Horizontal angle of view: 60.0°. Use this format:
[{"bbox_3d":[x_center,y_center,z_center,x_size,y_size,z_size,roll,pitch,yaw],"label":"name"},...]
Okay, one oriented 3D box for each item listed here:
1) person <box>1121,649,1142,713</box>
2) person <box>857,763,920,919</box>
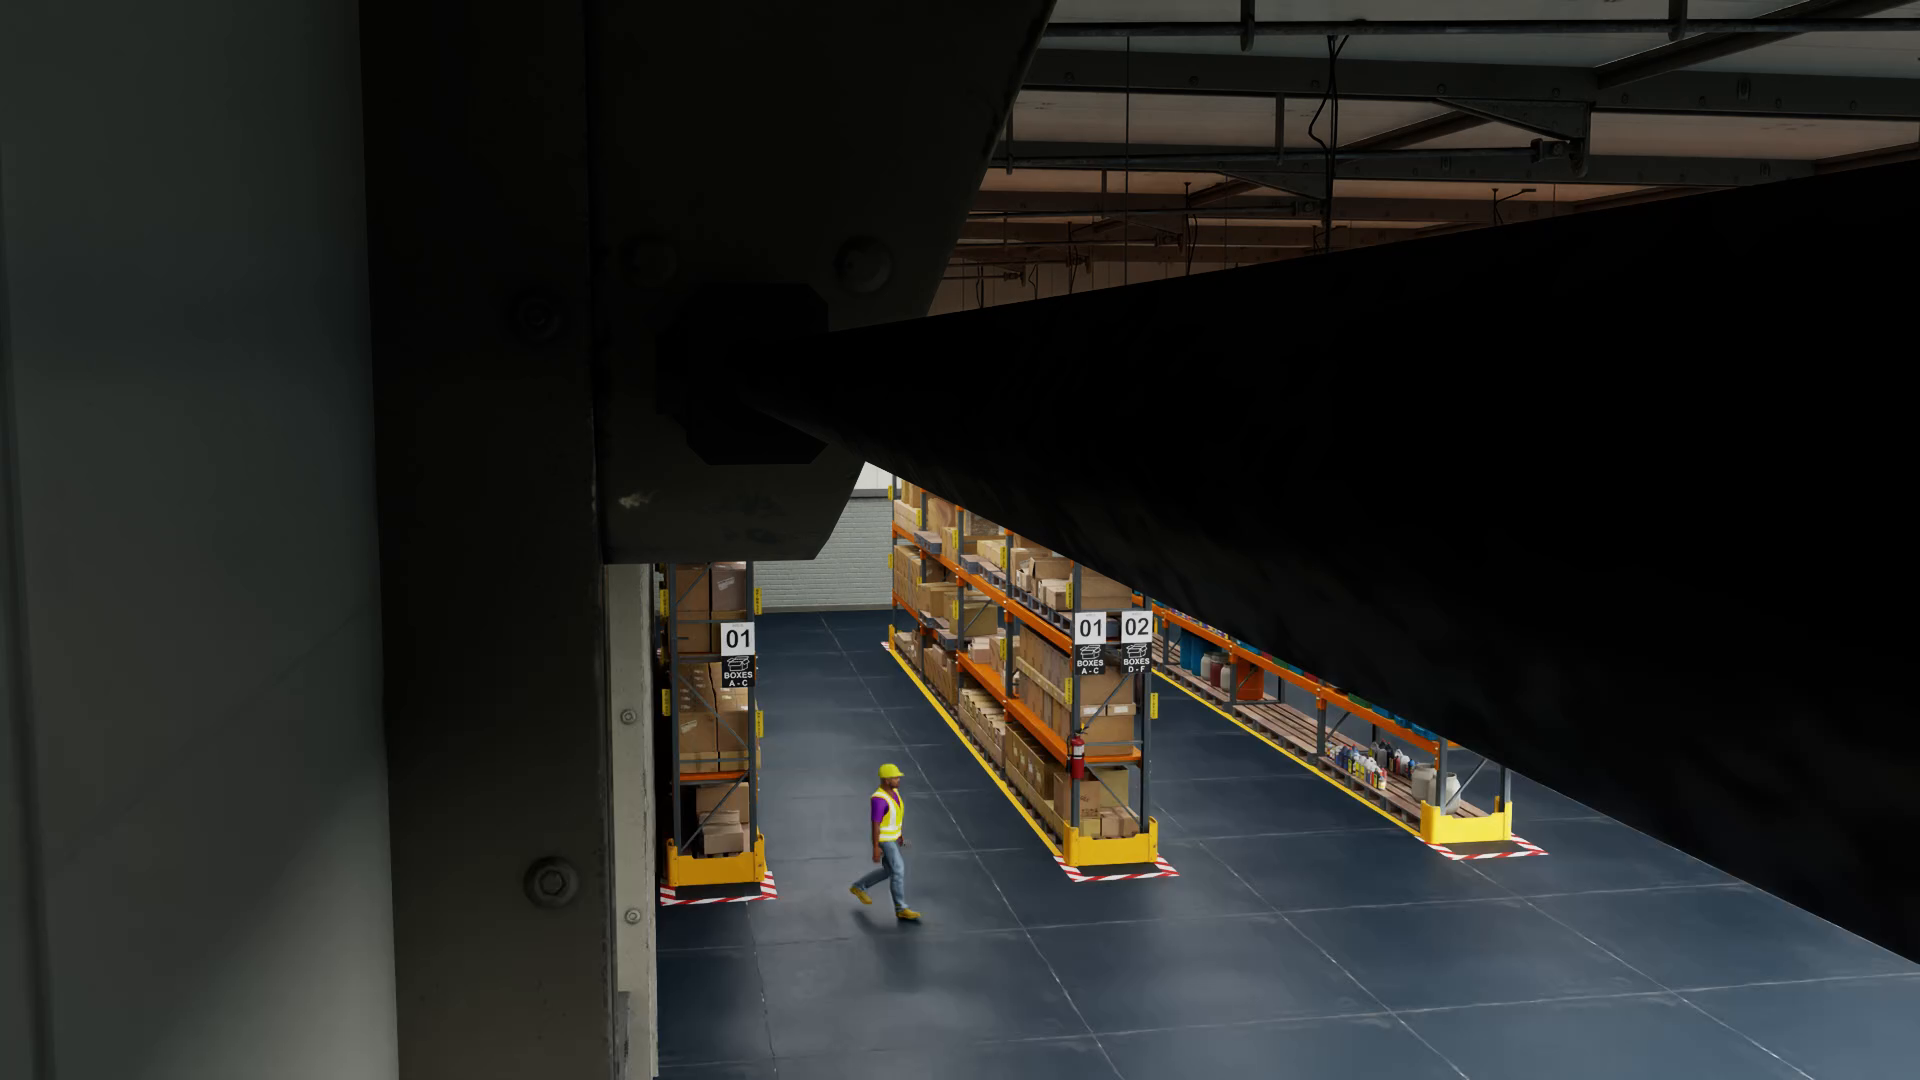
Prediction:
[{"bbox_3d":[3.118,2.265,29.664,0.586,1.712,0.692,2,7,22],"label":"person"},{"bbox_3d":[-0.812,3.403,18.984,0.741,1.755,0.662,1,6,5],"label":"person"}]
